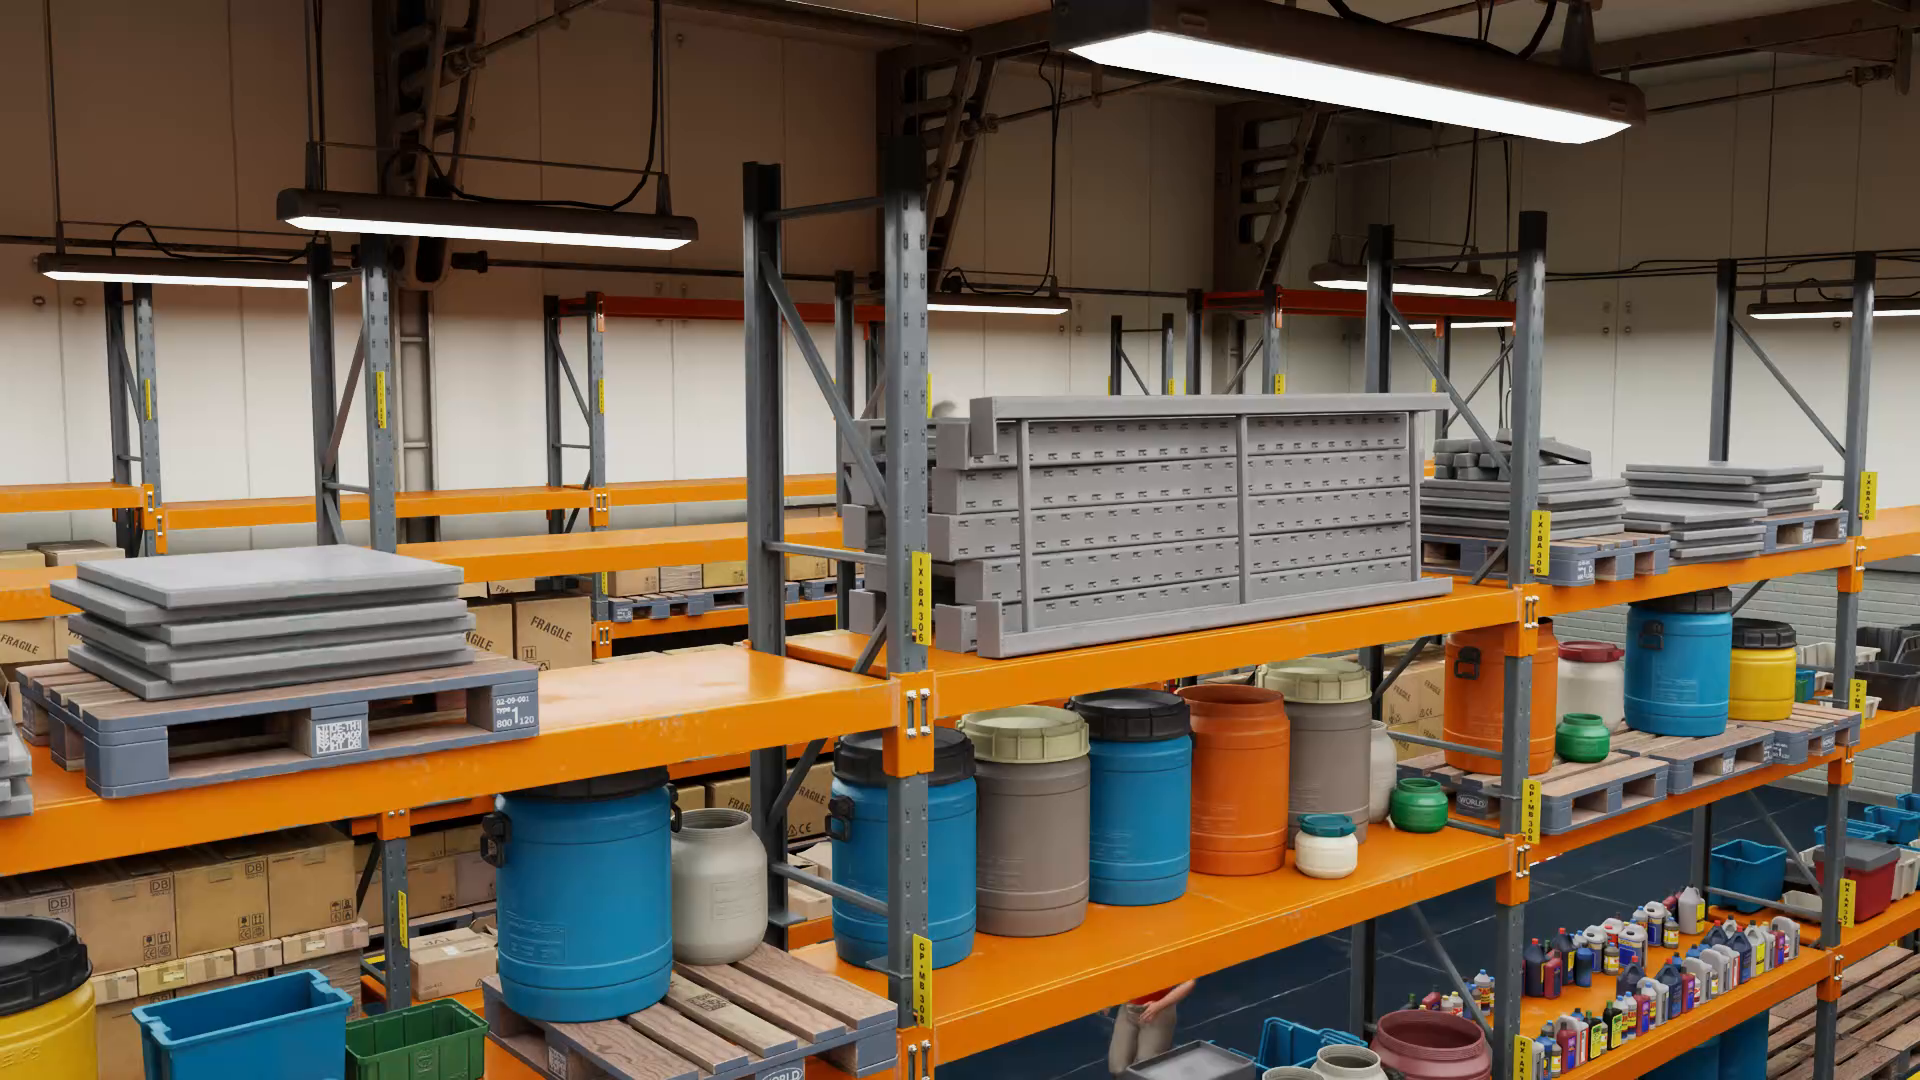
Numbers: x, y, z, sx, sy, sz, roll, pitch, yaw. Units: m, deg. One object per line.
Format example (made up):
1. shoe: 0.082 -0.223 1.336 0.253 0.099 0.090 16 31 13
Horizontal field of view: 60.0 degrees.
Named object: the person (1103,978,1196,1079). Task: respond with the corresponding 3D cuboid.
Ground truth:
1. person: 1.288 3.277 11.384 0.667 1.612 0.598 4 7 39
